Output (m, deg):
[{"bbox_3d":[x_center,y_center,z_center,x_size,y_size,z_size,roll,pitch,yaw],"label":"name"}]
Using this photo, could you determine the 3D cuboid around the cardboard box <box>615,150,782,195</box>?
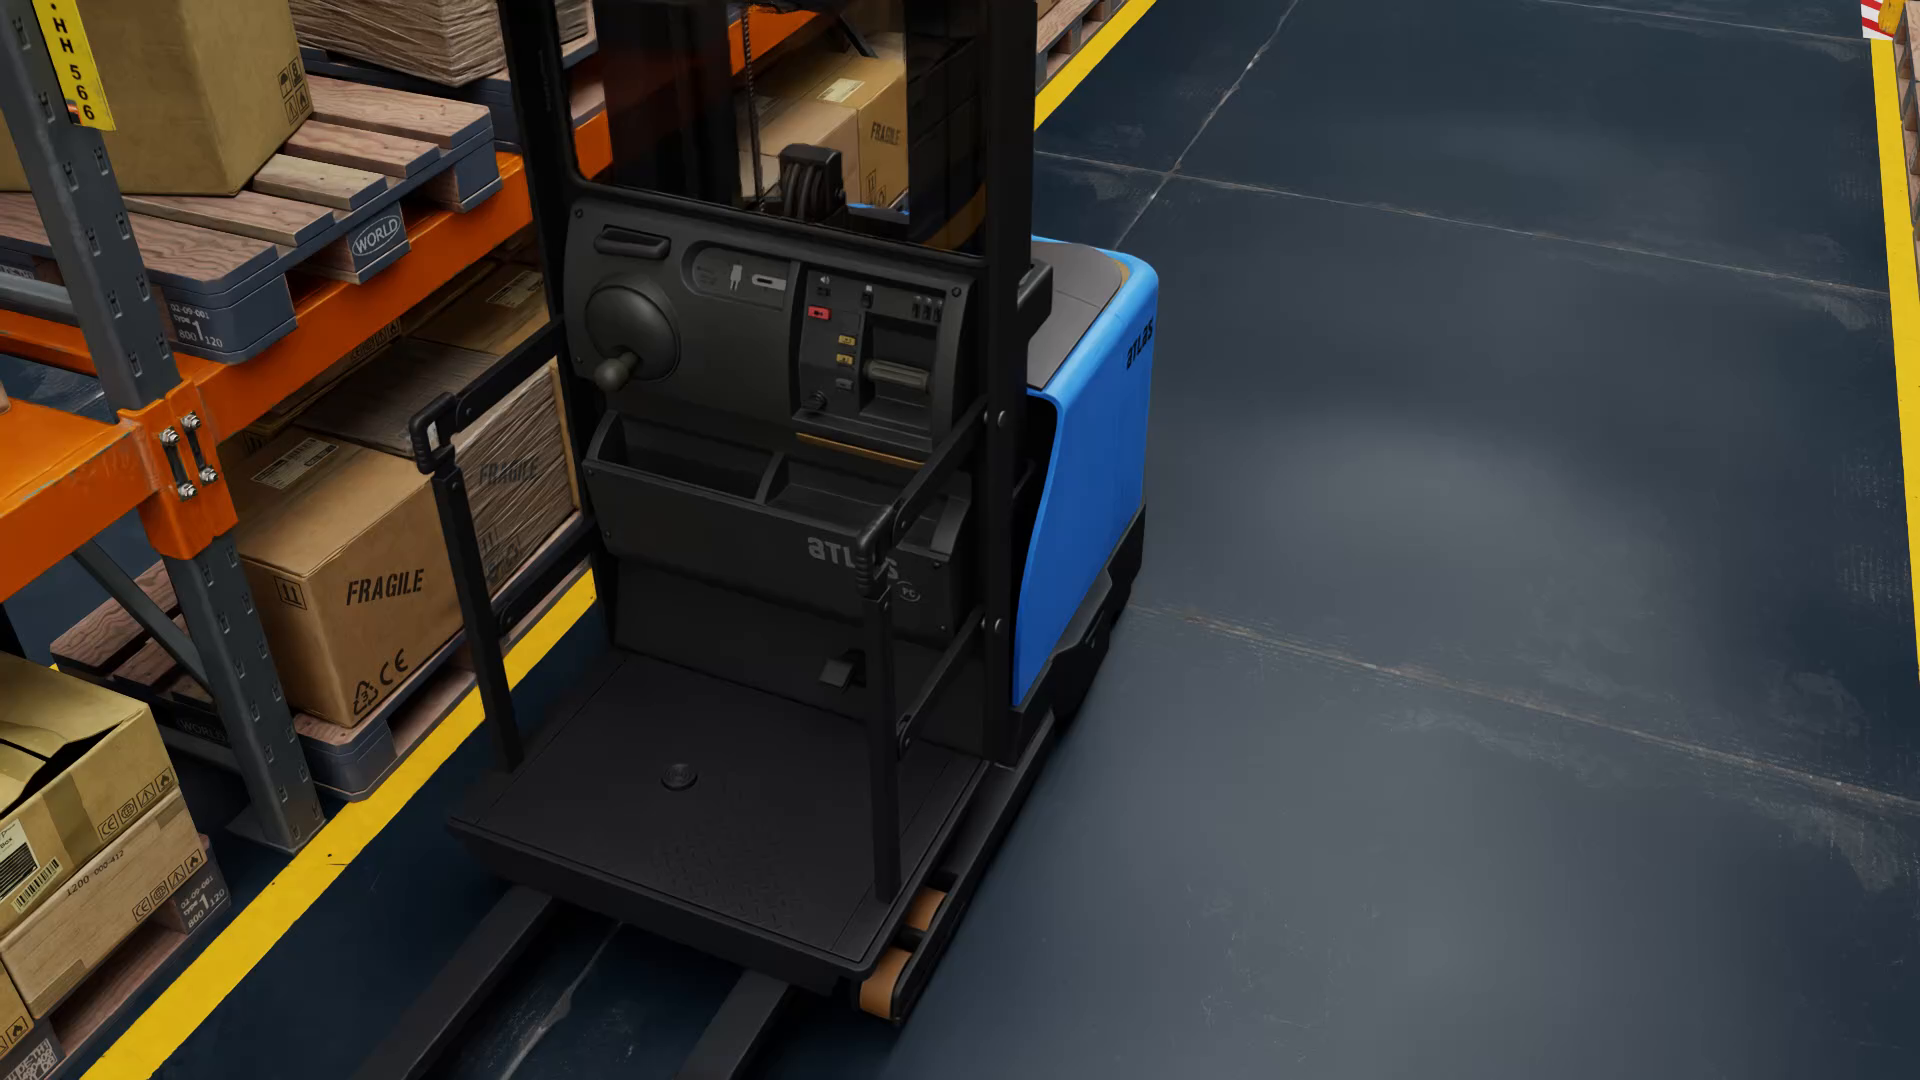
[{"bbox_3d":[-0.898,-1.054,5.875,0.500,0.500,0.500,14,39,18],"label":"cardboard box"}]

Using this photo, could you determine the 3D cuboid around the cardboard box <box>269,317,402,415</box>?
[{"bbox_3d":[-1.954,-0.631,4.683,0.500,0.250,0.500,15,39,19],"label":"cardboard box"}]

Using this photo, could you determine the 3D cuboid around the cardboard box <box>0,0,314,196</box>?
[{"bbox_3d":[-1.975,-1.135,3.829,0.700,0.500,0.500,2,37,2],"label":"cardboard box"}]

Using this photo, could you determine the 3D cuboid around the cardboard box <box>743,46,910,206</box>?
[{"bbox_3d":[-0.511,-1.603,6.610,0.500,0.500,0.500,14,39,17],"label":"cardboard box"}]

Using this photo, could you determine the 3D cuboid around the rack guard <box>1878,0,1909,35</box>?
[{"bbox_3d":[5.510,-2.866,8.667,1.175,0.500,0.348,14,39,18],"label":"rack guard"}]

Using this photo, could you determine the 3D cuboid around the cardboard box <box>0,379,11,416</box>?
[{"bbox_3d":[-2.289,-0.325,3.254,0.500,0.311,0.500,16,40,21],"label":"cardboard box"}]

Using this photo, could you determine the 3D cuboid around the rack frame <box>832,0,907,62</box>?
[{"bbox_3d":[-0.589,-2.767,6.446,1.000,3.000,0.127,14,39,18],"label":"rack frame"}]

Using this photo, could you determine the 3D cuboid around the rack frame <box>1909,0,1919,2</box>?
[{"bbox_3d":[5.513,-3.851,7.897,1.000,3.000,0.127,14,39,18],"label":"rack frame"}]

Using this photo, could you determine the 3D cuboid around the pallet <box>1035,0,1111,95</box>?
[{"bbox_3d":[0.136,-2.708,8.697,1.003,0.211,1.213,14,39,18],"label":"pallet"}]

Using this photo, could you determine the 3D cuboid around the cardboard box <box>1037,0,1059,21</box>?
[{"bbox_3d":[0.122,-2.985,8.455,0.797,0.503,0.637,14,39,18],"label":"cardboard box"}]

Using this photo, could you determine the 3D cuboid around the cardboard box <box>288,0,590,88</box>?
[{"bbox_3d":[-1.451,-1.598,4.448,0.700,0.500,0.500,21,42,26],"label":"cardboard box"}]

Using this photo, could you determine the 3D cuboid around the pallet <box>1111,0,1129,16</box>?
[{"bbox_3d":[0.602,-3.381,9.597,1.003,0.211,1.213,14,39,18],"label":"pallet"}]

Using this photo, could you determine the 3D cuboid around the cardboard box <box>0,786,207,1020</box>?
[{"bbox_3d":[-2.085,0.728,3.717,0.500,0.250,0.500,15,39,19],"label":"cardboard box"}]

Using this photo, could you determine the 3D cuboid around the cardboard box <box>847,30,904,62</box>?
[{"bbox_3d":[-0.229,-2.049,7.365,0.500,0.311,0.500,14,39,18],"label":"cardboard box"}]

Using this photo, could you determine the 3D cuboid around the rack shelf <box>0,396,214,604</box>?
[{"bbox_3d":[-2.872,0.843,2.217,1.077,0.370,4.000,14,39,18],"label":"rack shelf"}]

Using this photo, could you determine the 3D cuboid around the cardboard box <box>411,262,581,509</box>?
[{"bbox_3d":[-1.284,-0.482,5.110,0.500,0.500,0.500,13,39,17],"label":"cardboard box"}]

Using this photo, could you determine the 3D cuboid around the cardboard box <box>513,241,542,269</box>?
[{"bbox_3d":[-1.090,-0.772,5.498,0.500,0.500,0.500,13,39,16],"label":"cardboard box"}]

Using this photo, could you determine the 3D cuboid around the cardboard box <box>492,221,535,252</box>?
[{"bbox_3d":[-1.569,-1.199,5.442,0.500,0.250,0.500,13,39,17],"label":"cardboard box"}]

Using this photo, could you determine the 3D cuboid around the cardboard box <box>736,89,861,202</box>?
[{"bbox_3d":[-0.707,-1.332,6.247,0.500,0.500,0.500,14,39,18],"label":"cardboard box"}]

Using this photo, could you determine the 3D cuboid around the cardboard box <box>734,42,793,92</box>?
[{"bbox_3d":[-0.998,-1.730,6.779,0.500,0.500,0.500,12,38,16],"label":"cardboard box"}]

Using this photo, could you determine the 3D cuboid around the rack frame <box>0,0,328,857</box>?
[{"bbox_3d":[-2.111,-0.552,3.484,1.000,3.000,0.127,14,39,18],"label":"rack frame"}]

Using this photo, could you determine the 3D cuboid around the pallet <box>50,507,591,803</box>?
[{"bbox_3d":[-1.791,0.160,4.860,1.003,0.211,1.213,14,39,18],"label":"pallet"}]

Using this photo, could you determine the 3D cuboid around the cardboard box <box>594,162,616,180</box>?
[{"bbox_3d":[-1.378,-1.476,5.814,0.500,0.250,0.500,14,39,18],"label":"cardboard box"}]

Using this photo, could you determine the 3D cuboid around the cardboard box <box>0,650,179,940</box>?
[{"bbox_3d":[-2.082,0.502,3.550,0.500,0.311,0.500,15,39,19],"label":"cardboard box"}]

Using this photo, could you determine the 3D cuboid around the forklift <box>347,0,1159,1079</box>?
[{"bbox_3d":[-0.504,-0.379,3.309,1.130,2.935,3.031,15,39,19],"label":"forklift"}]

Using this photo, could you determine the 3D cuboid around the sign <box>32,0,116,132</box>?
[{"bbox_3d":[-1.596,-0.891,2.970,0.100,0.325,0.005,14,39,18],"label":"sign"}]

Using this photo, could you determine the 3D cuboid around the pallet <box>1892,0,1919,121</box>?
[{"bbox_3d":[5.163,-2.287,8.133,1.003,0.211,1.213,14,39,18],"label":"pallet"}]

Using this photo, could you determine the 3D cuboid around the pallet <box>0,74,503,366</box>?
[{"bbox_3d":[-1.918,-0.867,4.064,1.213,0.211,1.003,14,39,18],"label":"pallet"}]

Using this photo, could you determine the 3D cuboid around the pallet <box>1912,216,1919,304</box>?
[{"bbox_3d":[4.235,-0.936,6.325,1.003,0.211,1.213,14,39,18],"label":"pallet"}]

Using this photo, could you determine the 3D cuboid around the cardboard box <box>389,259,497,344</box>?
[{"bbox_3d":[-1.775,-0.585,5.248,0.500,0.500,0.500,12,39,16],"label":"cardboard box"}]

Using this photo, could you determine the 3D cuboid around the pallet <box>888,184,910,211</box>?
[{"bbox_3d":[-0.863,-1.191,6.667,1.003,0.211,1.213,14,39,18],"label":"pallet"}]

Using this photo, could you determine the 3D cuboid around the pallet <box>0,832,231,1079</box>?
[{"bbox_3d":[-2.460,1.011,3.720,1.003,0.211,1.213,14,39,18],"label":"pallet"}]

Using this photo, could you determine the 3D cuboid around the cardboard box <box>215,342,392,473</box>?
[{"bbox_3d":[-1.972,-0.299,4.864,0.500,0.500,0.500,15,39,20],"label":"cardboard box"}]

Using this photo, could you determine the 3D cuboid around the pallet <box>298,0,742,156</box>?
[{"bbox_3d":[-1.375,-1.553,4.983,1.003,0.211,1.213,14,39,18],"label":"pallet"}]

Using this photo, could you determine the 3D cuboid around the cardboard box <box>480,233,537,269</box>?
[{"bbox_3d":[-1.581,-0.877,5.638,0.500,0.500,0.500,12,39,16],"label":"cardboard box"}]

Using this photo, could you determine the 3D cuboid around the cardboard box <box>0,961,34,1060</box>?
[{"bbox_3d":[-2.278,1.014,3.334,0.500,0.250,0.500,13,39,17],"label":"cardboard box"}]

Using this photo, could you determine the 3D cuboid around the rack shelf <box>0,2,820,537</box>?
[{"bbox_3d":[-1.350,-1.372,5.180,1.077,0.370,4.000,14,39,18],"label":"rack shelf"}]

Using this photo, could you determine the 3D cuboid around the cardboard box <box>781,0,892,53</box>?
[{"bbox_3d":[-0.634,-2.322,7.572,0.500,0.500,0.500,14,39,18],"label":"cardboard box"}]

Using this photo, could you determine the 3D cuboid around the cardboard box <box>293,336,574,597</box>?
[{"bbox_3d":[-1.479,-0.205,4.740,0.500,0.500,0.500,12,39,16],"label":"cardboard box"}]

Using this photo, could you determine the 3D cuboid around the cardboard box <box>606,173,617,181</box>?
[{"bbox_3d":[-1.388,-1.157,6.013,0.500,0.500,0.500,14,39,18],"label":"cardboard box"}]

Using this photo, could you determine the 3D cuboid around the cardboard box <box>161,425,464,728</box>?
[{"bbox_3d":[-1.673,0.086,4.350,0.500,0.500,0.500,15,39,20],"label":"cardboard box"}]

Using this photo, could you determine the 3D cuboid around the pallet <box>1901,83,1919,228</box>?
[{"bbox_3d":[4.697,-1.613,7.232,1.003,0.211,1.213,14,39,18],"label":"pallet"}]

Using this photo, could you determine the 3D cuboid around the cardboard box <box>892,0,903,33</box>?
[{"bbox_3d":[-0.349,-2.662,8.184,0.500,0.311,0.500,14,39,18],"label":"cardboard box"}]
